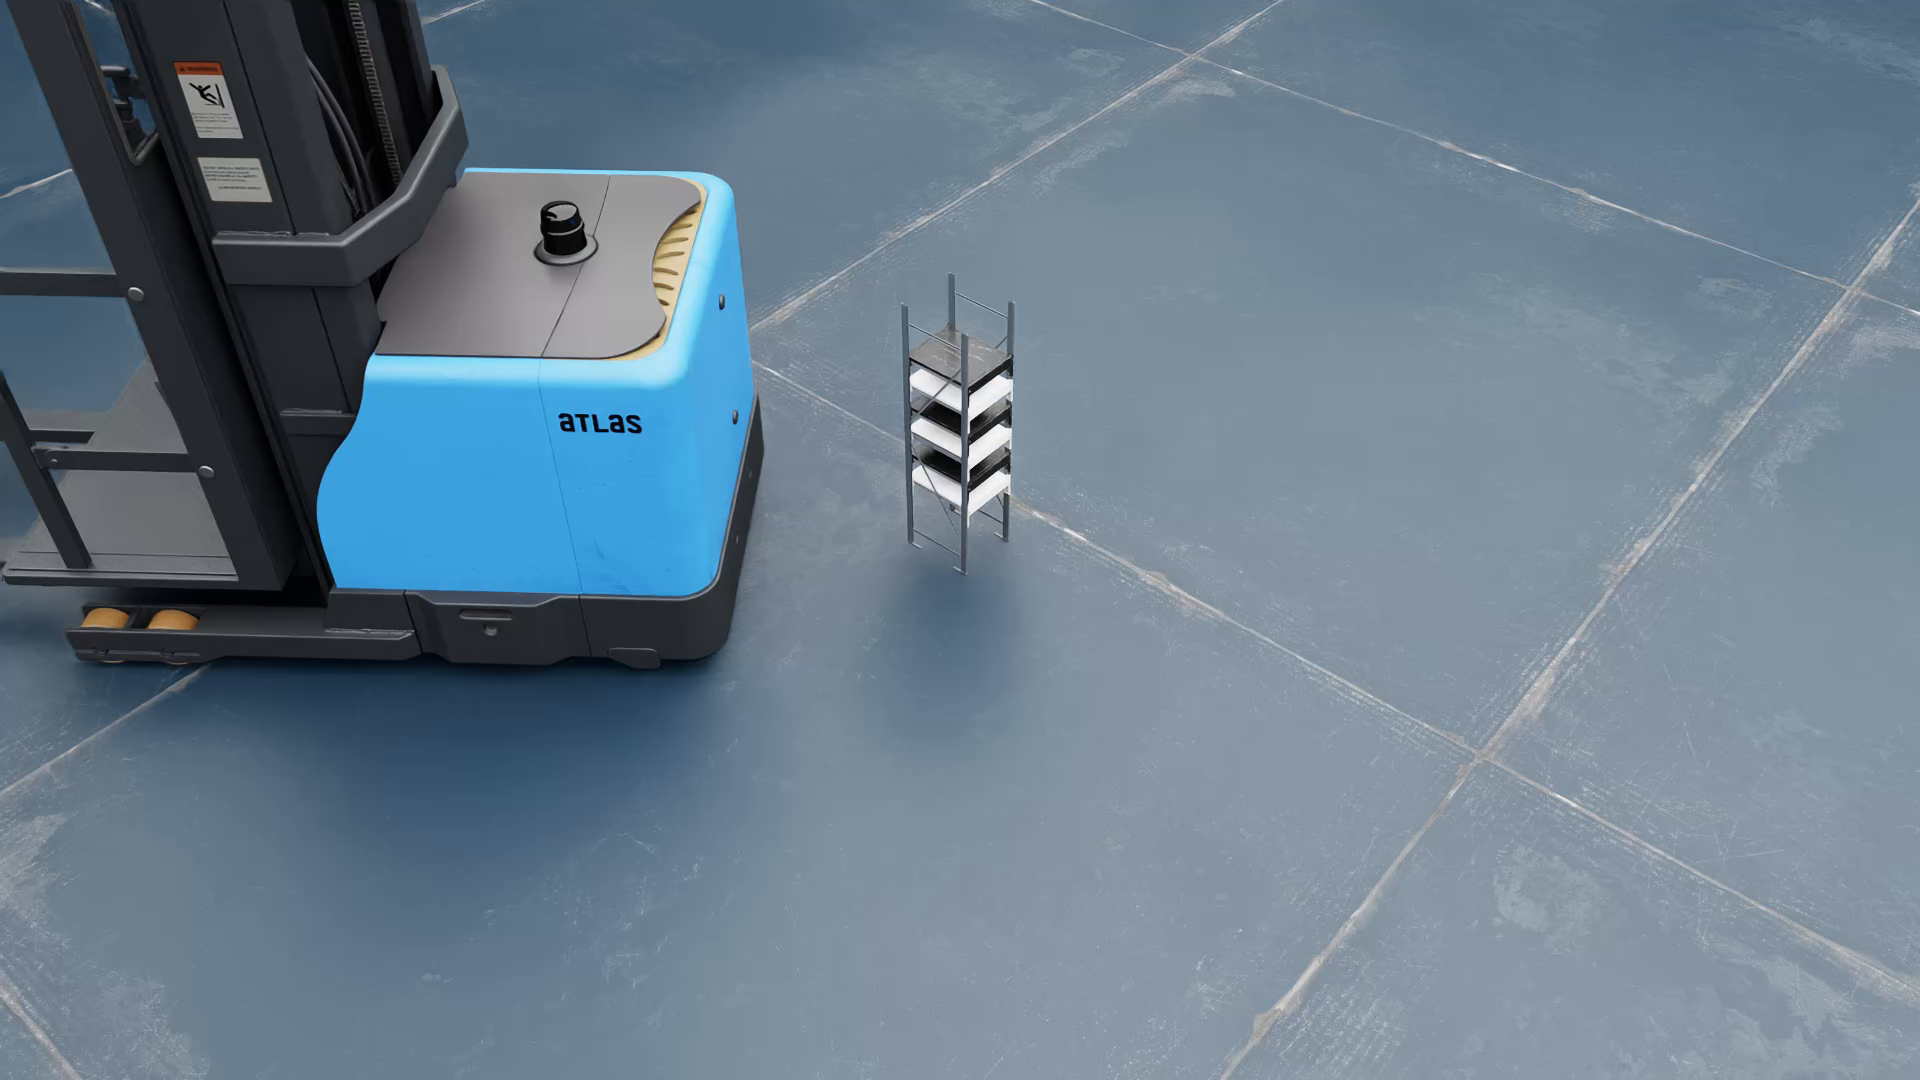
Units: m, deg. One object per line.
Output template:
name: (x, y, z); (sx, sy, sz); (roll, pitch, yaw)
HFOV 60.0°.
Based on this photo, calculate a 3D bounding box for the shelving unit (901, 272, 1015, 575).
shelving unit: (-0.005, -0.329, 4.943); (0.258, 0.900, 0.210); (29, 50, 28)

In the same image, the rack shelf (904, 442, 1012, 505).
rack shelf: (-0.005, -0.238, 5.026); (0.258, 0.077, 0.200); (29, 50, 28)

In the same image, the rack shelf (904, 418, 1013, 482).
rack shelf: (-0.005, -0.304, 4.965); (0.258, 0.077, 0.200); (29, 50, 28)

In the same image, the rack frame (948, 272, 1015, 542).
rack frame: (0.060, -0.381, 5.000); (0.240, 0.900, 0.006); (29, 50, 28)

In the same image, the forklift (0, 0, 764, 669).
forklift: (-2.173, -1.075, 4.254); (3.031, 2.935, 1.130); (1, 42, 2)

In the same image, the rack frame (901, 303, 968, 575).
rack frame: (-0.071, -0.276, 4.885); (0.240, 0.900, 0.006); (29, 50, 28)

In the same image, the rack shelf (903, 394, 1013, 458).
rack shelf: (-0.005, -0.371, 4.905); (0.258, 0.077, 0.200); (29, 50, 28)

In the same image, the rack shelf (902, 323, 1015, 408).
rack shelf: (-0.005, -0.504, 4.783); (0.258, 0.077, 0.200); (29, 50, 28)

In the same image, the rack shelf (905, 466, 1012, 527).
rack shelf: (-0.005, -0.171, 5.086); (0.258, 0.077, 0.200); (29, 50, 28)

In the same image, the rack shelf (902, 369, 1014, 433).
rack shelf: (-0.005, -0.437, 4.844); (0.258, 0.077, 0.200); (29, 50, 28)
